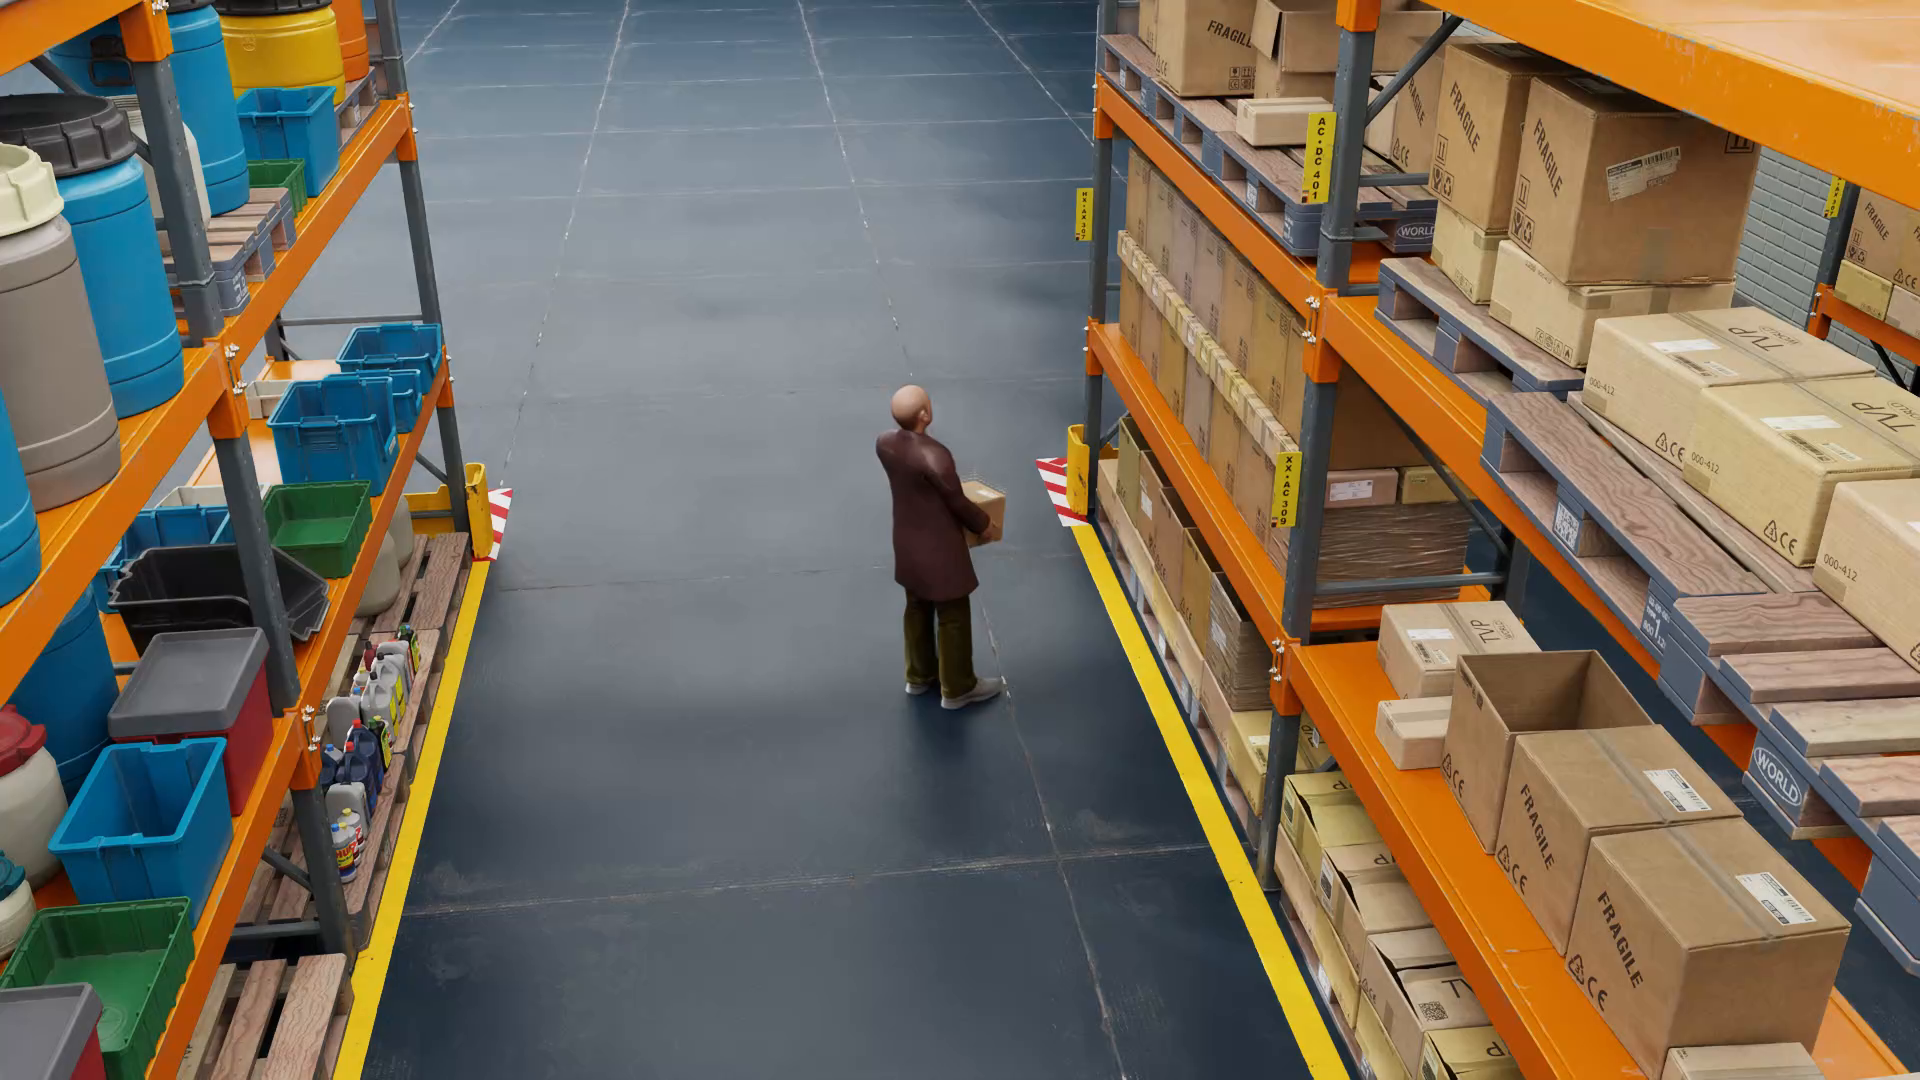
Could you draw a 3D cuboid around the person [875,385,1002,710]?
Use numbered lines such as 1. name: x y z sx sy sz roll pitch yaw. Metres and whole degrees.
1. person: -0.105 0.005 8.618 0.539 1.780 0.552 -21 33 -35
